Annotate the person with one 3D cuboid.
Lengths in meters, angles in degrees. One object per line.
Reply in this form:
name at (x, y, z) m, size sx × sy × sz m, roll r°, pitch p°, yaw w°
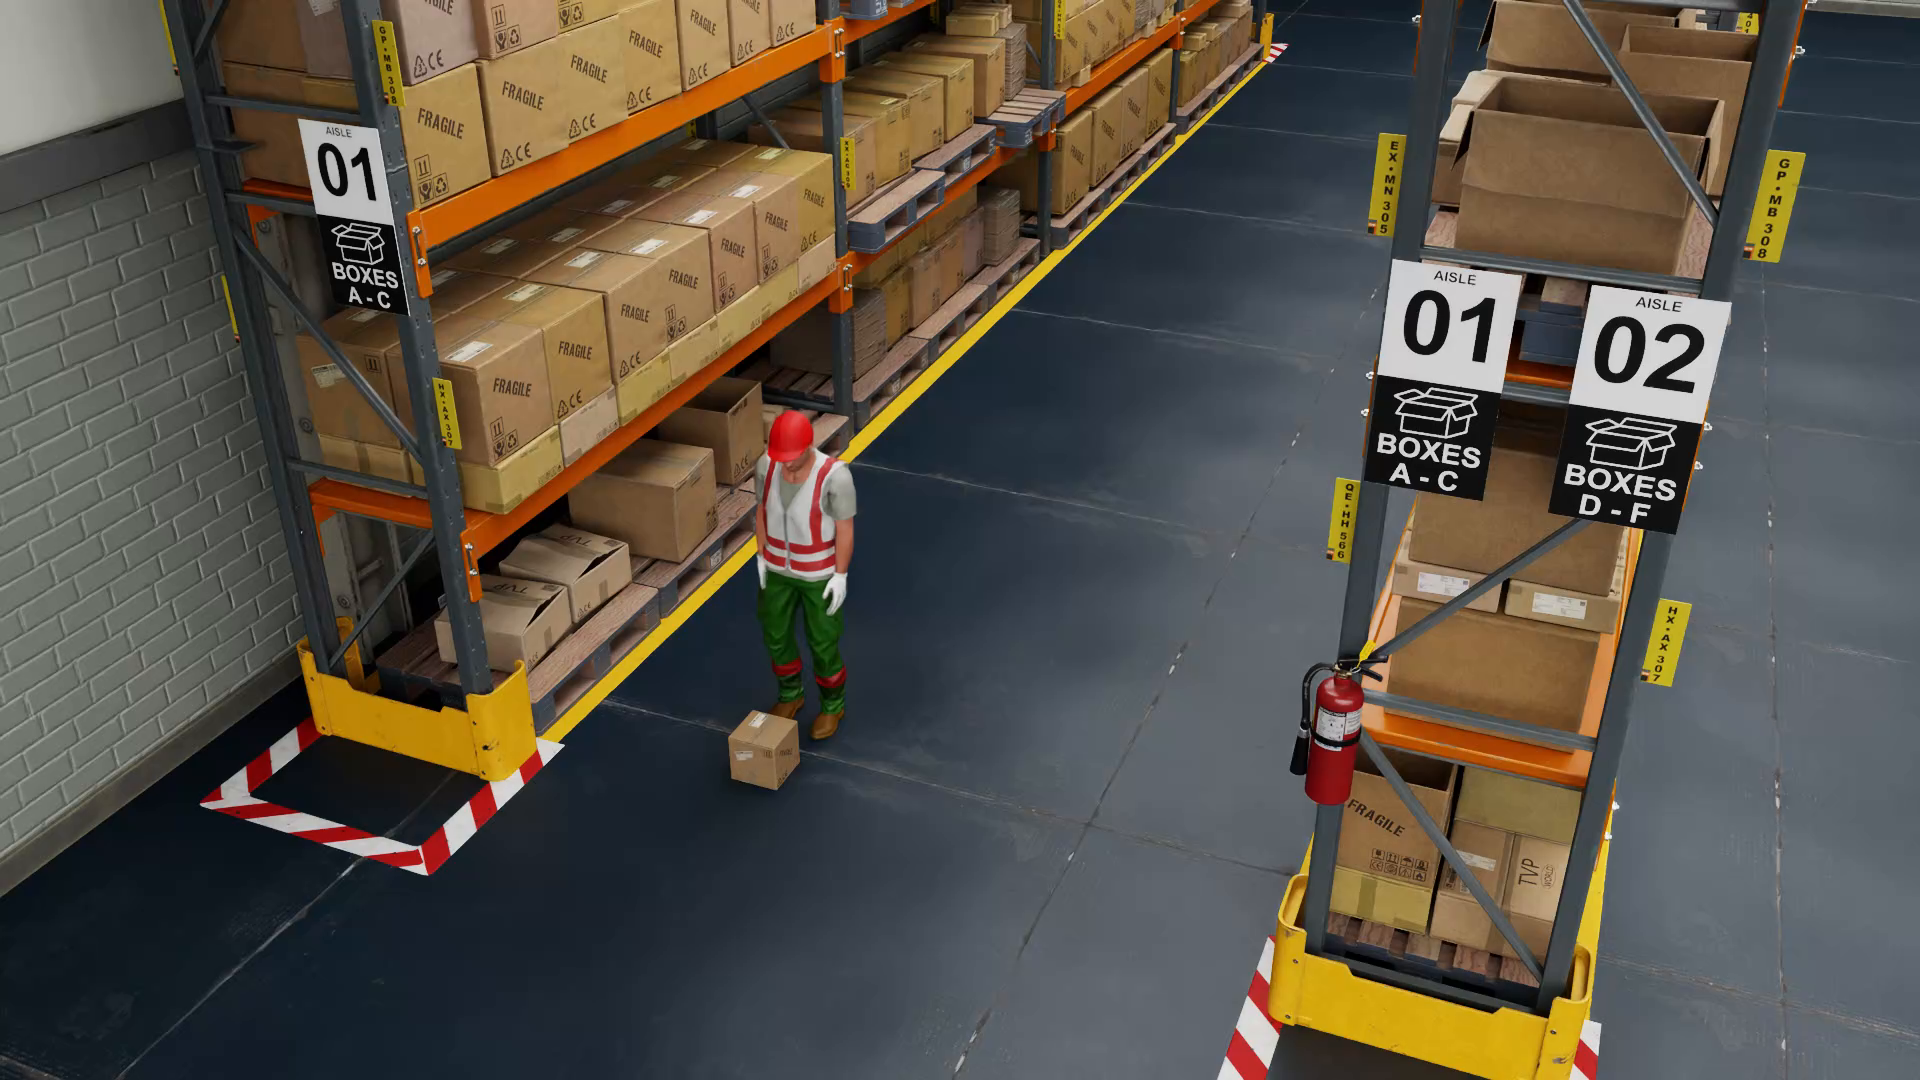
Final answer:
person at (-0.764, 0.161, 8.119) m, size 0.534 × 1.764 × 0.400 m, roll 12°, pitch 32°, yaw 20°
